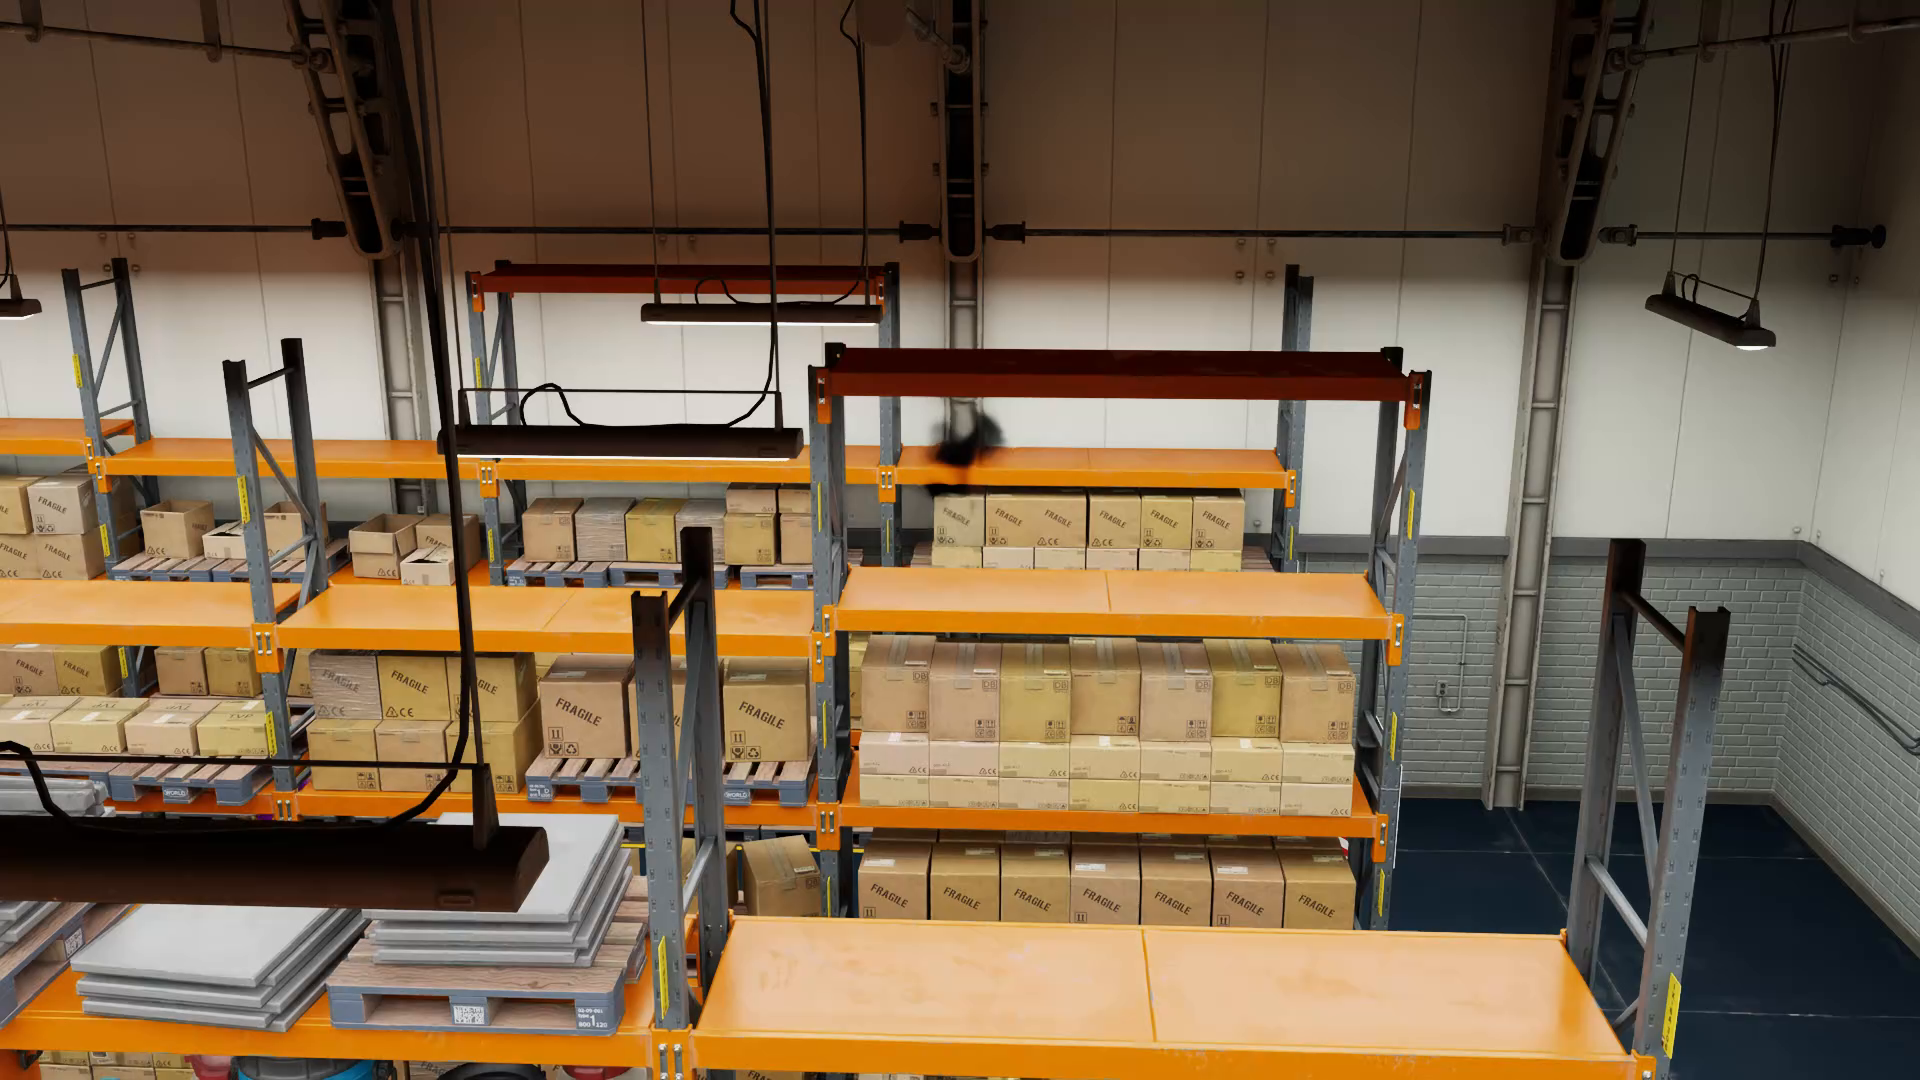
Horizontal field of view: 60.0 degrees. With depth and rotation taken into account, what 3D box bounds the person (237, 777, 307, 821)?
[{"bbox_3d":[-6.323,2.883,15.576,0.963,1.824,0.662,-2,16,-8],"label":"person"}]
